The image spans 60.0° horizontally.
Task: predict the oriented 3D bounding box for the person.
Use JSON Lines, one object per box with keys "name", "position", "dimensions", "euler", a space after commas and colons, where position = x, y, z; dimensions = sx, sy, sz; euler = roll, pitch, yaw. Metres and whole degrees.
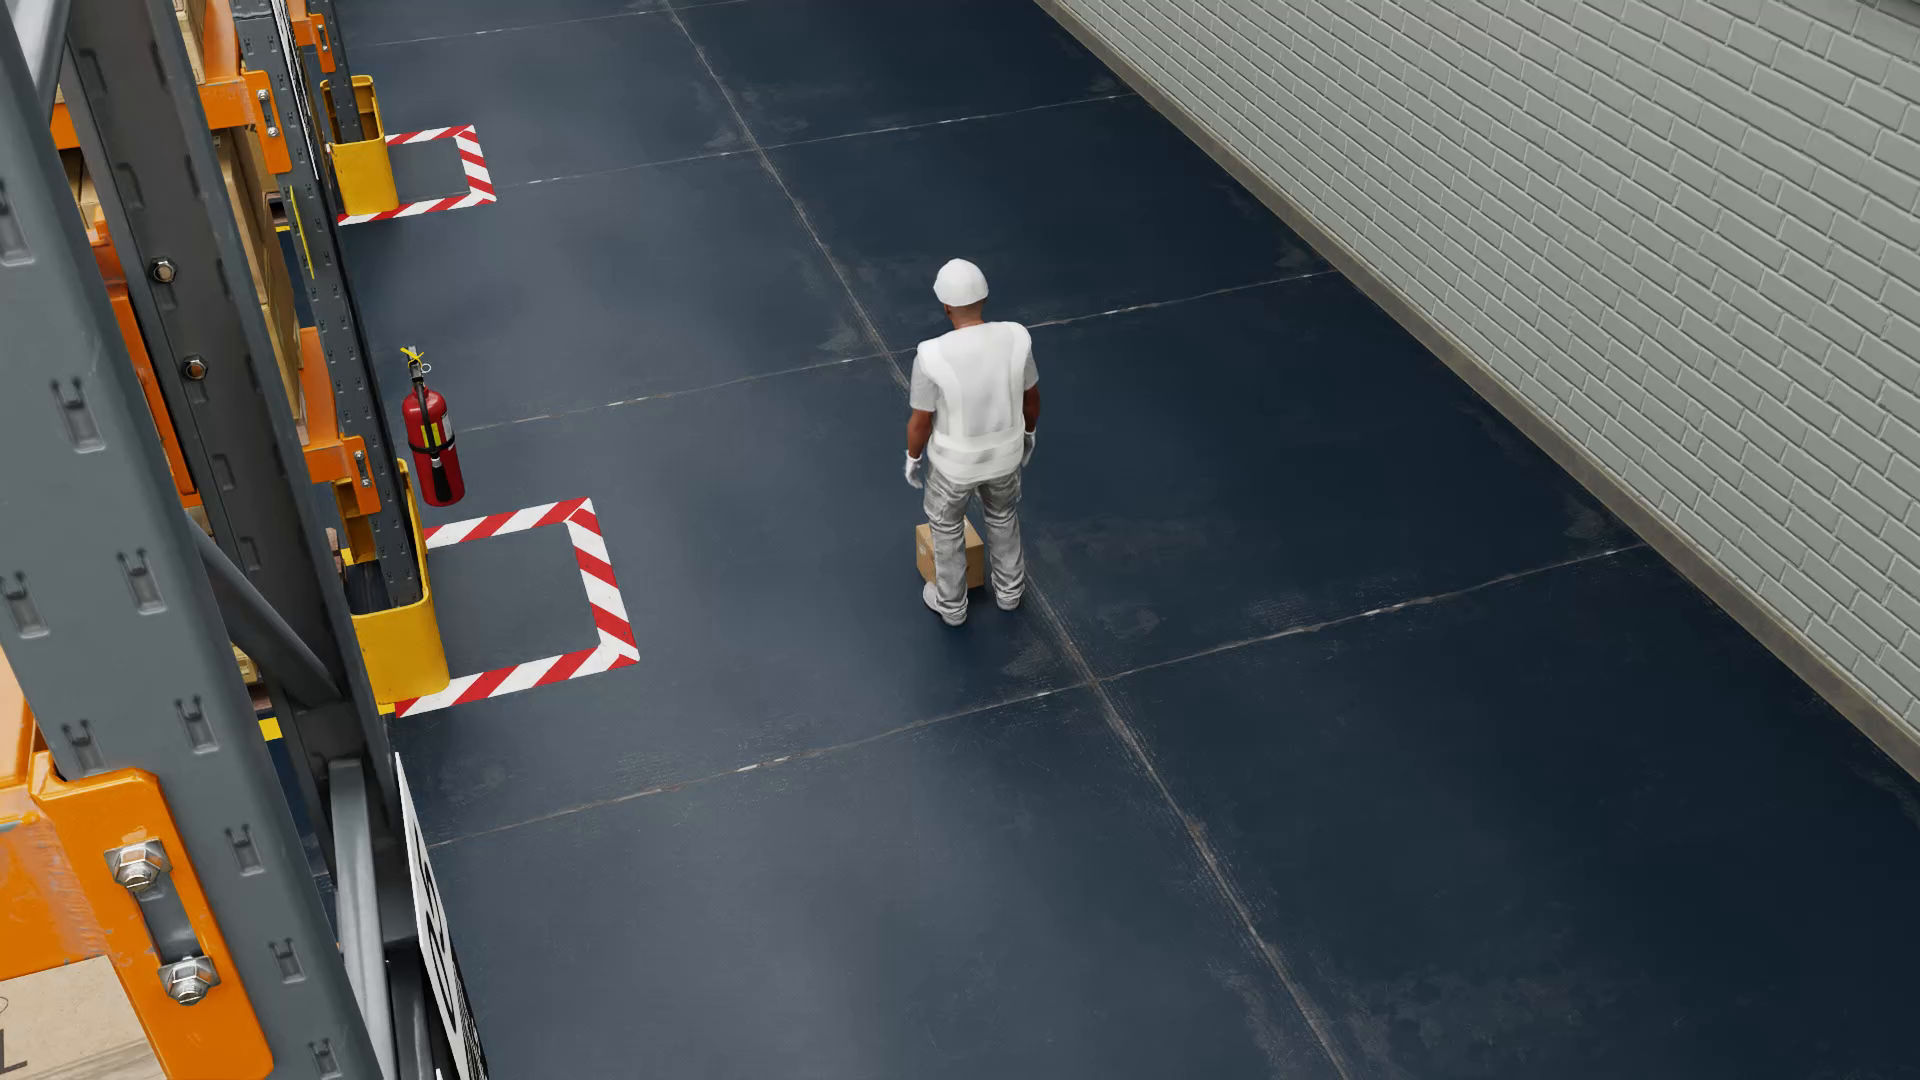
{"name": "person", "position": [0.054, -0.399, 7.299], "dimensions": [0.613, 1.773, 0.448], "euler": [-13, 39, -17]}
